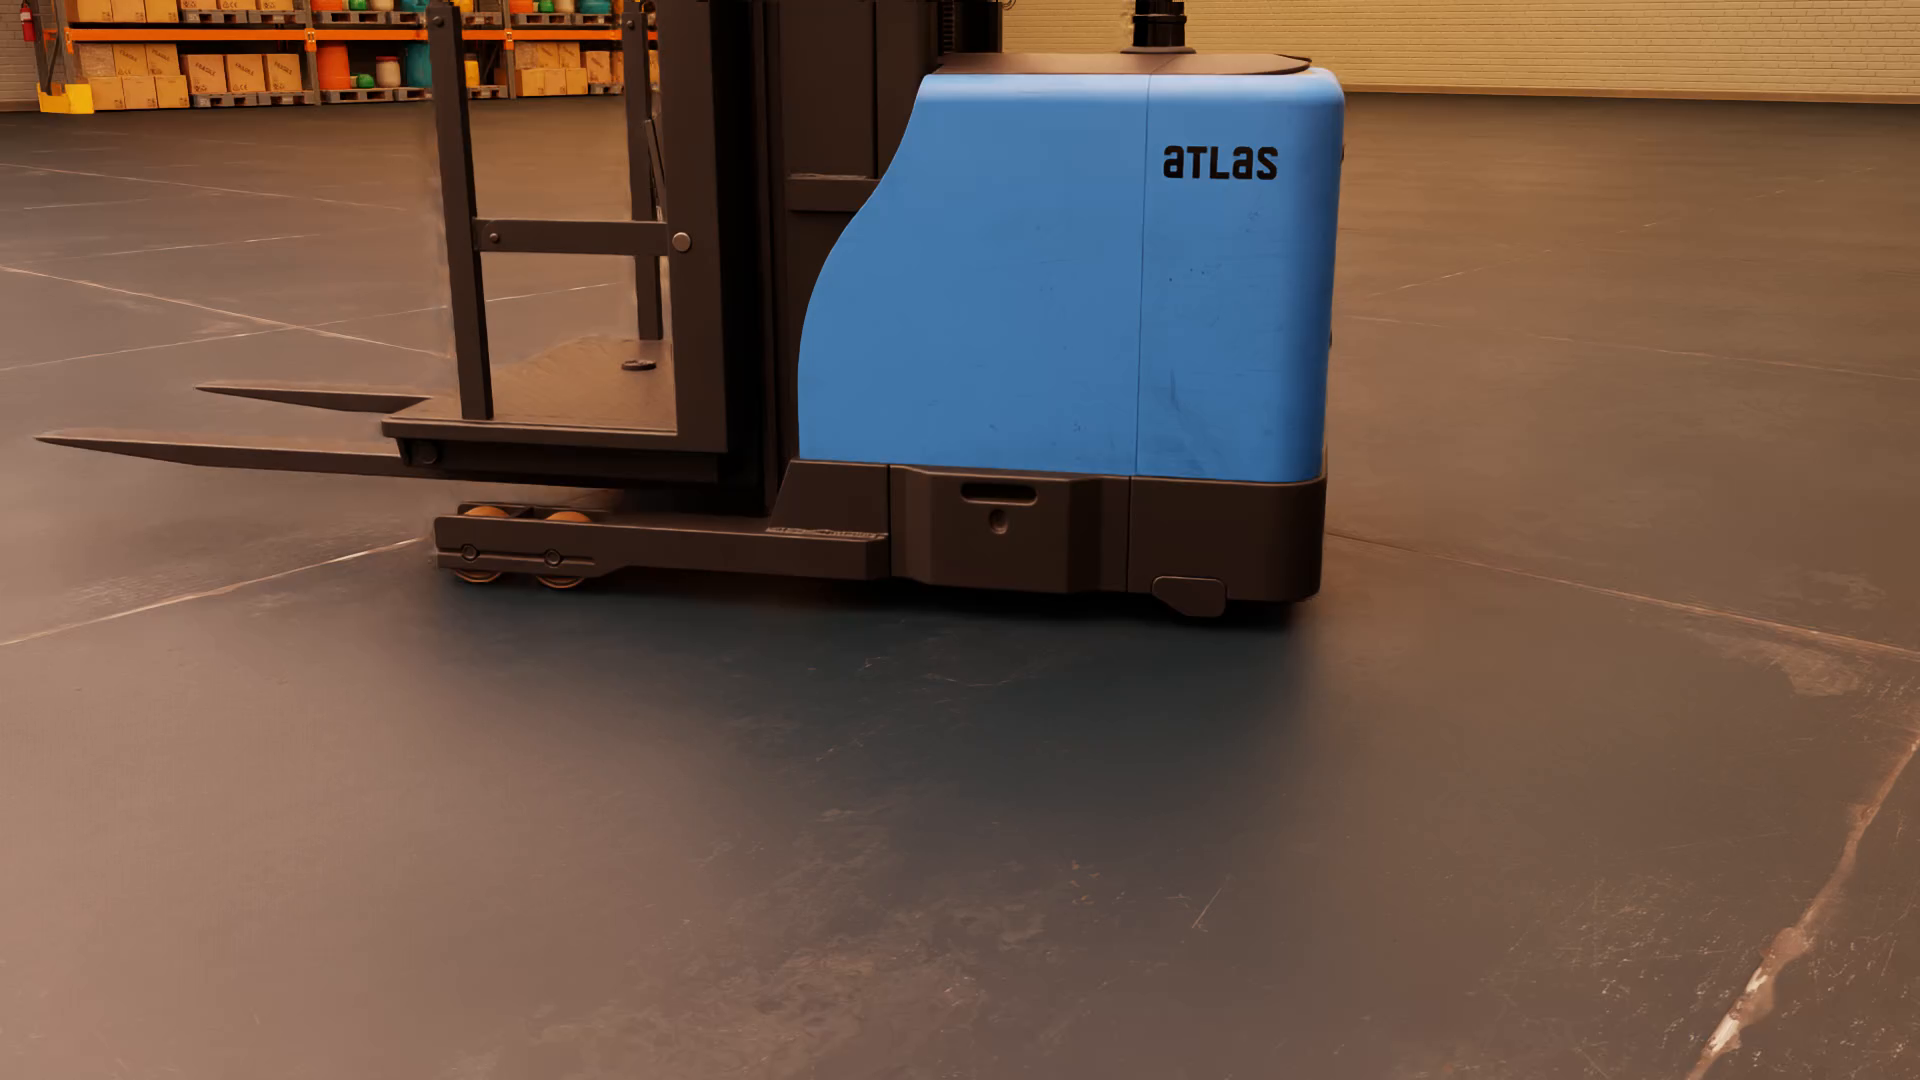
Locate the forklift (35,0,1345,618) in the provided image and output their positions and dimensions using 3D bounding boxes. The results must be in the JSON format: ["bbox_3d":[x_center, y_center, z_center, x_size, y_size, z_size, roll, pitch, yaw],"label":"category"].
[{"bbox_3d":[-0.671,-1.442,3.648,3.031,2.935,1.130,3,17,11],"label":"forklift"}]
